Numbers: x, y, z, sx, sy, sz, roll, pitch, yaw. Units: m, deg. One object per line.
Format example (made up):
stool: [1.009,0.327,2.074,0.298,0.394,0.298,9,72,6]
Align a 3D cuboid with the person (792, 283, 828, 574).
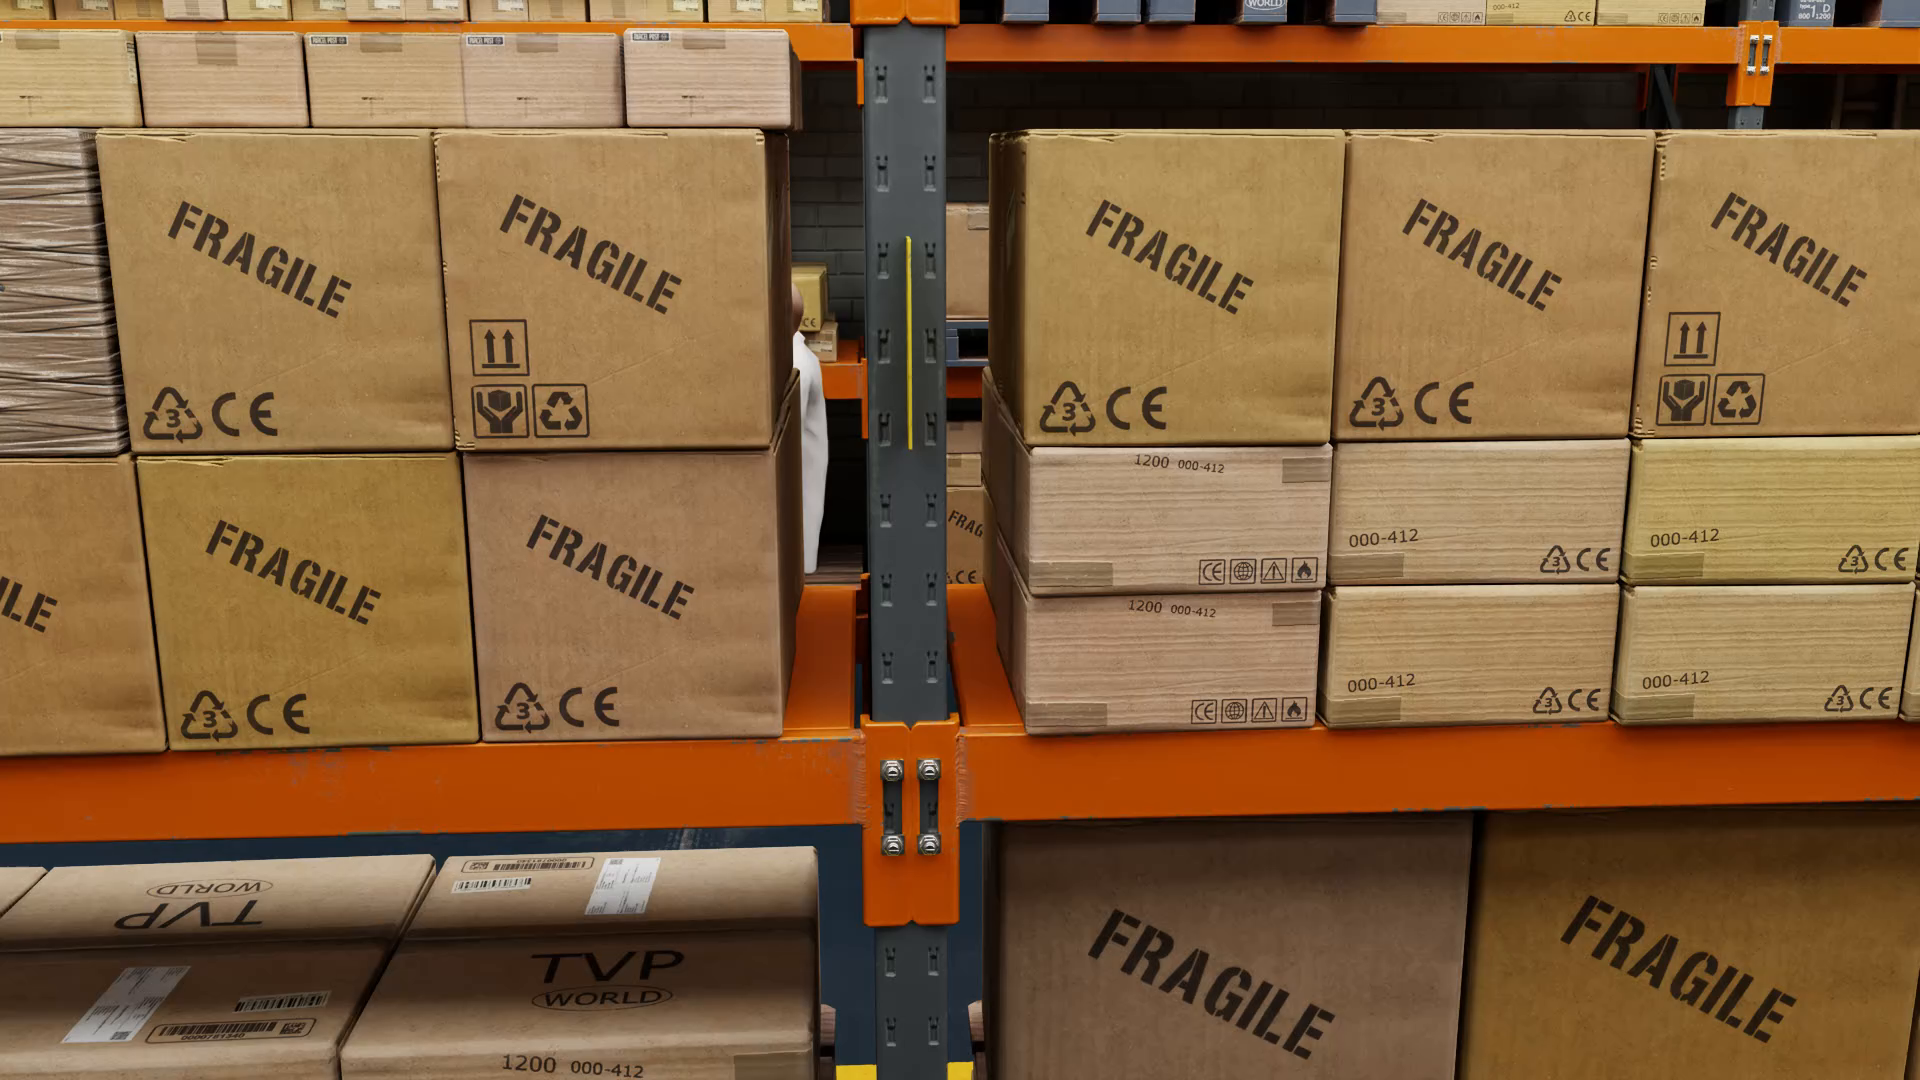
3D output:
person: [-0.744,-0.129,6.551,0.455,1.782,0.577,-1,13,-4]
